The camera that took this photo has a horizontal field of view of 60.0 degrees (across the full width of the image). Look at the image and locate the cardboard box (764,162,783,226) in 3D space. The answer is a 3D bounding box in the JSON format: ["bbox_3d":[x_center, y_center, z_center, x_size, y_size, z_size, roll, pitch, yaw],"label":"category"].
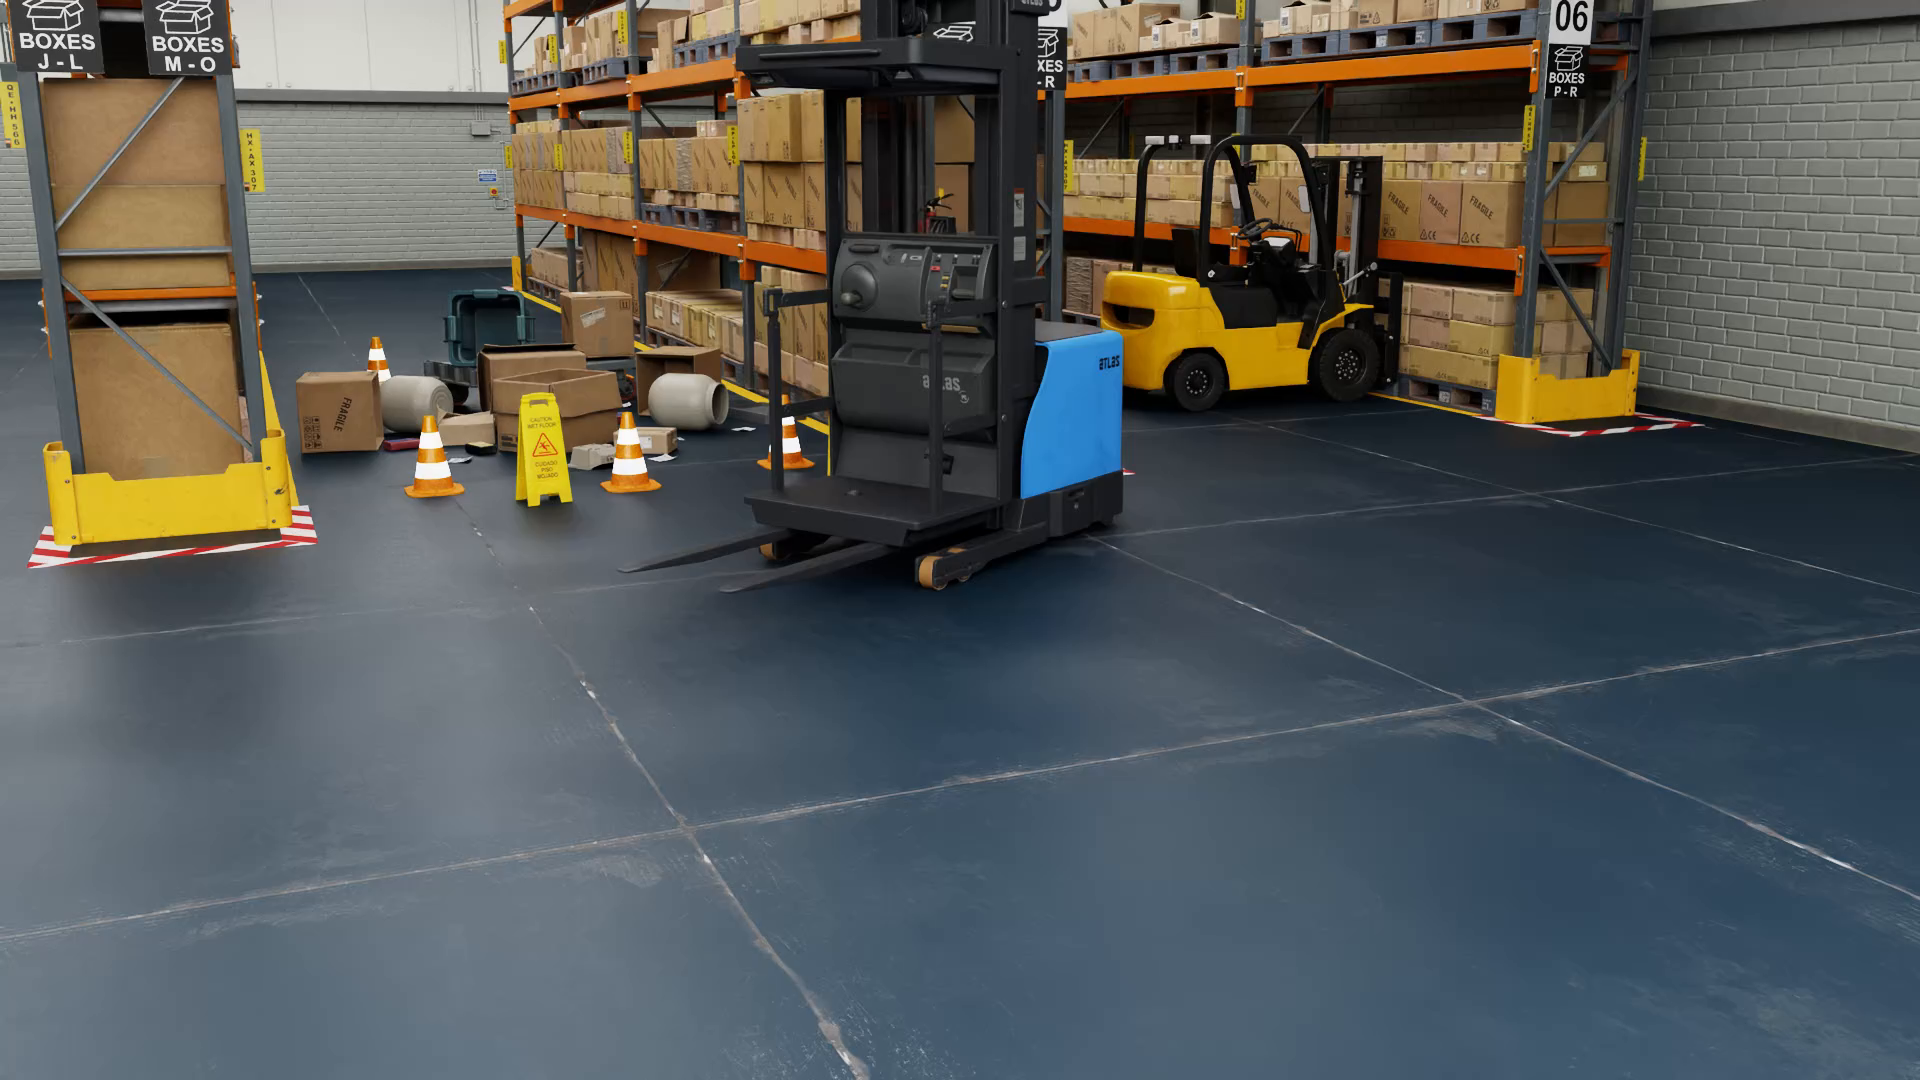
[{"bbox_3d":[-1.260,-2.791,13.396,0.500,0.500,0.500,-6,14,-23],"label":"cardboard box"}]

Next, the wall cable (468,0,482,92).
[{"bbox_3d":[-8.747,-9.367,29.385,0.463,3.000,0.029,-6,14,-23],"label":"wall cable"}]

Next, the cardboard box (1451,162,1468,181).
[{"bbox_3d":[4.172,-2.958,13.339,0.380,0.149,0.250,-5,14,-22],"label":"cardboard box"}]

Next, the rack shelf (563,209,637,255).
[{"bbox_3d":[-3.807,-3.704,19.818,1.077,0.370,4.000,-6,14,-23],"label":"rack shelf"}]

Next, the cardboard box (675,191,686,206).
[{"bbox_3d":[-2.637,-3.416,16.604,0.380,0.149,0.250,-5,14,-20],"label":"cardboard box"}]

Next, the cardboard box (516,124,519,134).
[{"bbox_3d":[-6.322,-6.048,24.471,0.380,0.149,0.250,-5,14,-22],"label":"cardboard box"}]

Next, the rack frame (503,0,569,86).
[{"bbox_3d":[-6.211,-8.217,24.417,1.000,3.000,0.127,-6,14,-23],"label":"rack frame"}]

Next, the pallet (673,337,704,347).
[{"bbox_3d":[-2.209,-1.870,16.481,1.003,0.211,1.213,-6,14,-23],"label":"pallet"}]

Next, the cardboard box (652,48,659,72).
[{"bbox_3d":[-2.933,-4.904,17.054,0.396,0.266,0.258,-6,14,-23],"label":"cardboard box"}]

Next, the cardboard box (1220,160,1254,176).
[{"bbox_3d":[2.803,-3.680,16.456,0.380,0.149,0.250,-5,14,-21],"label":"cardboard box"}]

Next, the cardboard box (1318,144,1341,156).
[{"bbox_3d":[3.434,-3.470,14.890,0.380,0.149,0.250,-6,14,-24],"label":"cardboard box"}]

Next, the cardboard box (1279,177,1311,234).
[{"bbox_3d":[3.305,-3.092,15.354,0.500,0.500,0.500,-5,14,-22],"label":"cardboard box"}]

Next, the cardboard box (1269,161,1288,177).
[{"bbox_3d":[3.135,-3.486,15.620,0.380,0.149,0.250,-5,14,-22],"label":"cardboard box"}]

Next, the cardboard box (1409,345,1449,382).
[{"bbox_3d":[4.077,-1.475,13.758,0.500,0.250,0.500,-6,14,-23],"label":"cardboard box"}]

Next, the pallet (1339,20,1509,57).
[{"bbox_3d":[3.993,-4.257,14.155,1.003,0.211,1.213,-6,14,-23],"label":"pallet"}]

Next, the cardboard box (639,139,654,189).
[{"bbox_3d":[-3.038,-3.926,17.368,0.500,0.500,0.500,-6,14,-25],"label":"cardboard box"}]

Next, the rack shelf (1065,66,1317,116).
[{"bbox_3d":[2.342,-4.788,17.850,1.077,0.370,4.000,-6,14,-23],"label":"rack shelf"}]

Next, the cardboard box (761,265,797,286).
[{"bbox_3d":[-1.420,-2.184,13.719,0.380,0.149,0.250,-5,14,-22],"label":"cardboard box"}]

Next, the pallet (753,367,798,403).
[{"bbox_3d":[-1.102,-1.321,14.110,1.003,0.211,1.213,-6,14,-23],"label":"pallet"}]

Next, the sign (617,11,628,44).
[{"bbox_3d":[-3.518,-5.345,17.337,0.100,0.325,0.005,-6,14,-23],"label":"sign"}]

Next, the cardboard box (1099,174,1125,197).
[{"bbox_3d":[1.887,-3.934,18.440,0.500,0.250,0.500,-6,14,-24],"label":"cardboard box"}]

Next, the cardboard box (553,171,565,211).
[{"bbox_3d":[-5.028,-4.590,21.826,0.500,0.500,0.500,-5,14,-22],"label":"cardboard box"}]

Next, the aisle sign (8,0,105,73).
[{"bbox_3d":[-4.543,-2.746,8.315,0.394,0.787,0.004,-6,14,-23],"label":"aisle sign"}]

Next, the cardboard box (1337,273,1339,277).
[{"bbox_3d":[3.455,-2.280,15.017,0.500,0.250,0.500,-5,14,-21],"label":"cardboard box"}]

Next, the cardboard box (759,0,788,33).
[{"bbox_3d":[-1.263,-4.127,13.070,0.500,0.250,0.500,-6,14,-23],"label":"cardboard box"}]

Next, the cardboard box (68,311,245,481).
[{"bbox_3d":[-4.629,-0.824,9.560,0.875,0.875,0.875,-6,14,-23],"label":"cardboard box"}]

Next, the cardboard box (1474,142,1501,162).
[{"bbox_3d":[4.281,-3.051,13.079,0.380,0.149,0.250,-6,14,-23],"label":"cardboard box"}]

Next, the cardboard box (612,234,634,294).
[{"bbox_3d":[-3.560,-3.146,19.591,0.875,0.875,0.875,-5,14,-22],"label":"cardboard box"}]

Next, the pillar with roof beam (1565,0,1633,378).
[{"bbox_3d":[1.348,-5.197,11.368,9.100,9.000,0.400,-6,14,-23],"label":"pillar with roof beam"}]

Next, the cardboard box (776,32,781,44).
[{"bbox_3d":[-1.249,-3.967,13.264,0.380,0.149,0.250,-6,14,-23],"label":"cardboard box"}]

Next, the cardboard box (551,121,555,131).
[{"bbox_3d":[-5.238,-5.522,22.199,0.380,0.149,0.250,-6,14,-23],"label":"cardboard box"}]

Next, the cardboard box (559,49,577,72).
[{"bbox_3d":[-4.729,-5.934,20.569,0.396,0.266,0.258,-6,14,-23],"label":"cardboard box"}]

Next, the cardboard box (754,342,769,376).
[{"bbox_3d":[-1.415,-1.534,14.012,0.500,0.250,0.500,-6,14,-26],"label":"cardboard box"}]

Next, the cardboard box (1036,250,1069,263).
[{"bbox_3d":[1.111,-3.473,20.396,0.380,0.149,0.250,-6,14,-26],"label":"cardboard box"}]

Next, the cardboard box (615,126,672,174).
[{"bbox_3d":[-3.453,-4.261,18.187,0.500,0.500,0.500,-6,14,-24],"label":"cardboard box"}]

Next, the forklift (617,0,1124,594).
[{"bbox_3d":[-0.361,-1.314,8.046,1.130,2.935,3.031,9,16,34],"label":"forklift"}]

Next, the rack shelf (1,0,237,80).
[{"bbox_3d":[-5.098,-3.045,10.317,1.077,0.370,4.000,-6,14,-23],"label":"rack shelf"}]

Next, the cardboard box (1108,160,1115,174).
[{"bbox_3d":[1.877,-4.155,18.510,0.380,0.149,0.250,-5,14,-22],"label":"cardboard box"}]

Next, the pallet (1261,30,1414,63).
[{"bbox_3d":[3.508,-4.509,15.242,1.003,0.211,1.213,-6,14,-23],"label":"pallet"}]

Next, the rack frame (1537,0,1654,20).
[{"bbox_3d":[4.745,-5.361,12.075,1.000,3.000,0.127,-6,14,-23],"label":"rack frame"}]

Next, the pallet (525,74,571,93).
[{"bbox_3d":[-5.411,-6.308,23.016,1.003,0.211,1.213,-6,14,-23],"label":"pallet"}]

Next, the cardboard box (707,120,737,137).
[{"bbox_3d":[-2.084,-3.746,15.150,0.380,0.149,0.250,-6,14,-25],"label":"cardboard box"}]

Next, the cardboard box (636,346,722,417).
[{"bbox_3d":[-2.221,-1.254,13.175,0.500,0.500,0.500,4,14,16],"label":"cardboard box"}]

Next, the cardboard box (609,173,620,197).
[{"bbox_3d":[-3.642,-3.995,18.702,0.500,0.250,0.500,-6,14,-24],"label":"cardboard box"}]

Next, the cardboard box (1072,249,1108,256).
[{"bbox_3d":[1.617,-3.529,20.641,0.380,0.149,0.250,-5,14,-20],"label":"cardboard box"}]

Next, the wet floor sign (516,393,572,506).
[{"bbox_3d":[-2.471,-0.547,9.801,0.267,0.644,0.232,-9,16,-33],"label":"wet floor sign"}]

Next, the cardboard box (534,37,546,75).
[{"bbox_3d":[-5.540,-6.628,22.827,0.500,0.500,0.500,-5,14,-22],"label":"cardboard box"}]

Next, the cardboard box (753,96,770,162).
[{"bbox_3d":[-1.242,-3.278,13.282,0.700,0.500,0.500,-6,14,-23],"label":"cardboard box"}]

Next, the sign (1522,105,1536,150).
[{"bbox_3d":[4.242,-3.071,12.395,0.100,0.325,0.005,-6,14,-23],"label":"sign"}]

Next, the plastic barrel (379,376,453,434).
[{"bbox_3d":[-4.039,-0.996,12.236,0.512,0.421,0.421,4,14,16],"label":"plastic barrel"}]

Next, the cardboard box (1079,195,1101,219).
[{"bbox_3d":[1.691,-3.800,18.967,0.500,0.250,0.500,-6,14,-24],"label":"cardboard box"}]

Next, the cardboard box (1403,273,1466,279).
[{"bbox_3d":[4.133,-2.220,14.759,0.500,0.250,0.500,-6,14,-24],"label":"cardboard box"}]

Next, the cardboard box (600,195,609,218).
[{"bbox_3d":[-3.852,-3.859,19.225,0.500,0.250,0.500,-6,14,-24],"label":"cardboard box"}]

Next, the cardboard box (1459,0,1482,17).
[{"bbox_3d":[4.135,-4.174,13.004,0.380,0.149,0.250,-6,14,-25],"label":"cardboard box"}]

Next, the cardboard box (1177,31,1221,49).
[{"bbox_3d":[2.424,-5.056,16.816,0.380,0.149,0.250,-6,14,-23],"label":"cardboard box"}]
